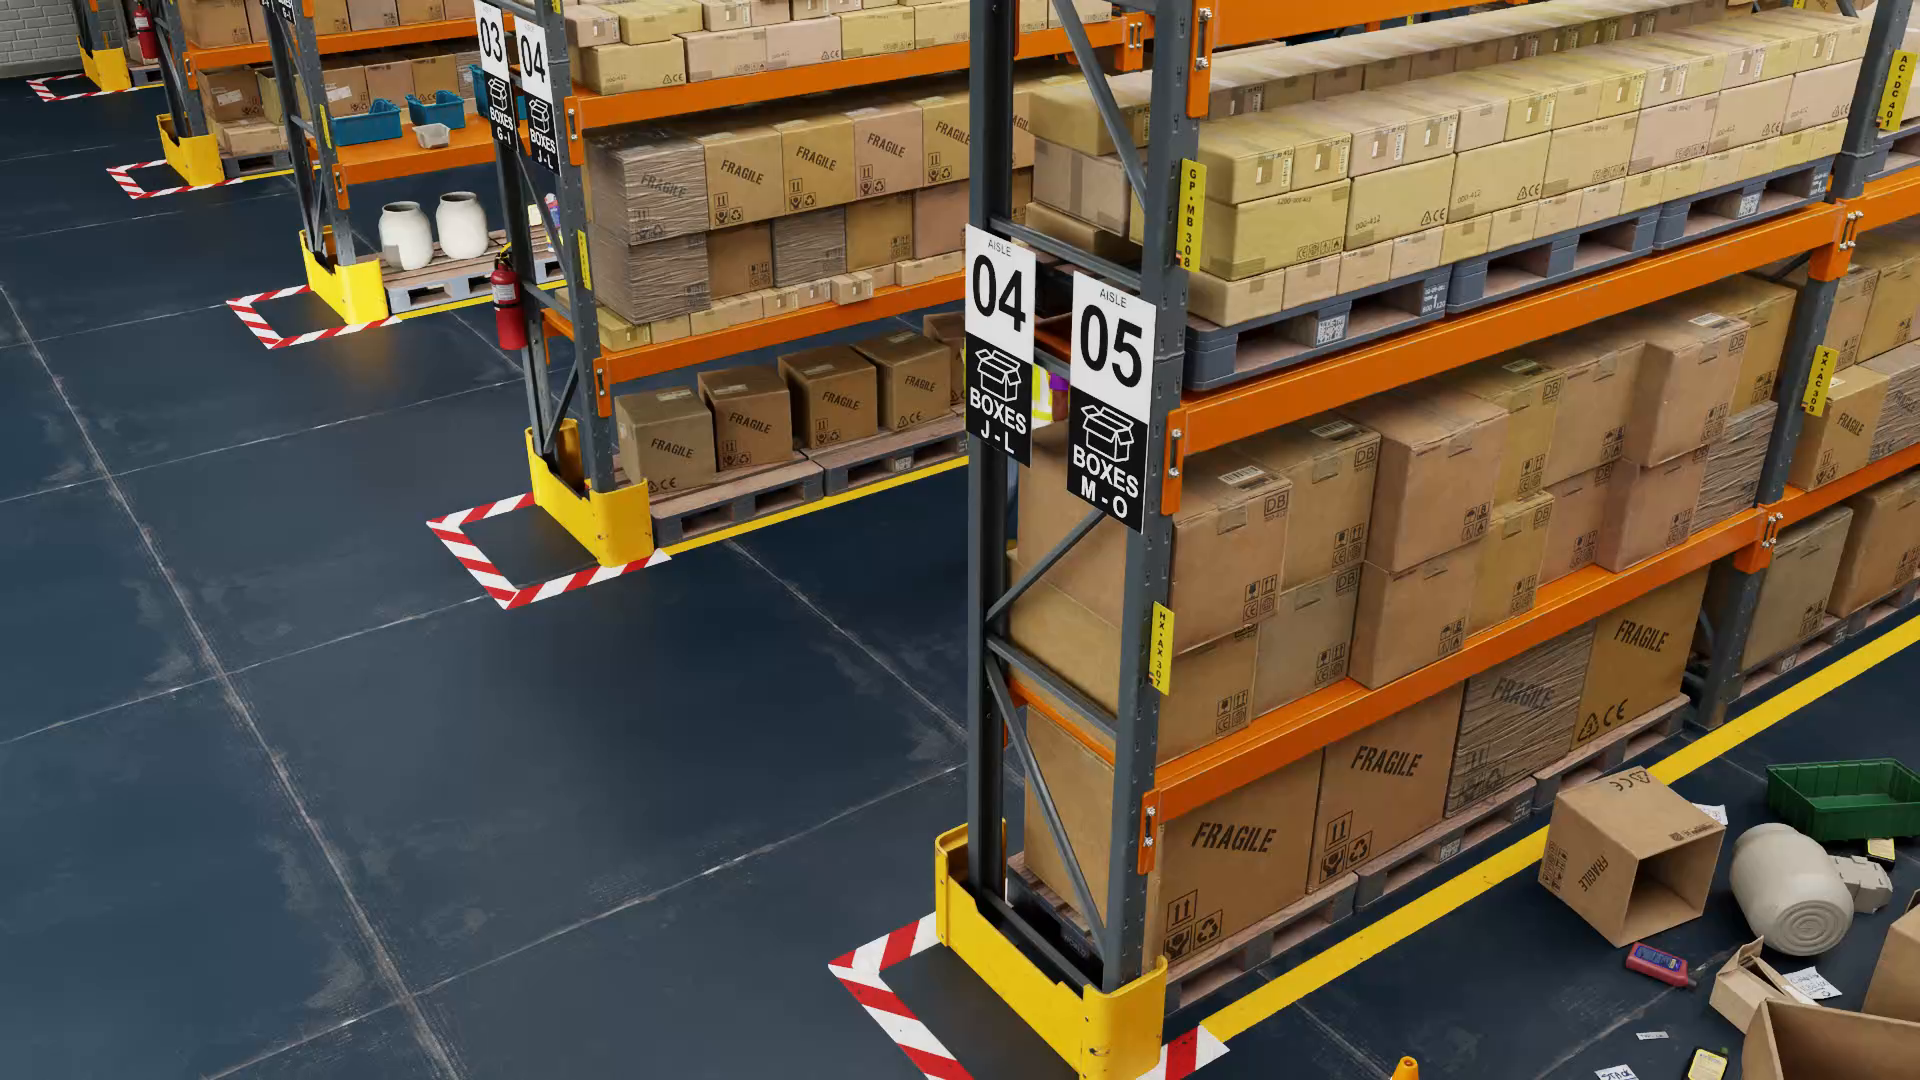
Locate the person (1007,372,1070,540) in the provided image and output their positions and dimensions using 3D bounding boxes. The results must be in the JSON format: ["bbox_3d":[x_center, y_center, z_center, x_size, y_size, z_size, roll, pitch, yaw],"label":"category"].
[{"bbox_3d":[0.689,-0.753,10.035,1.078,1.719,0.569,-18,33,-30],"label":"person"}]
